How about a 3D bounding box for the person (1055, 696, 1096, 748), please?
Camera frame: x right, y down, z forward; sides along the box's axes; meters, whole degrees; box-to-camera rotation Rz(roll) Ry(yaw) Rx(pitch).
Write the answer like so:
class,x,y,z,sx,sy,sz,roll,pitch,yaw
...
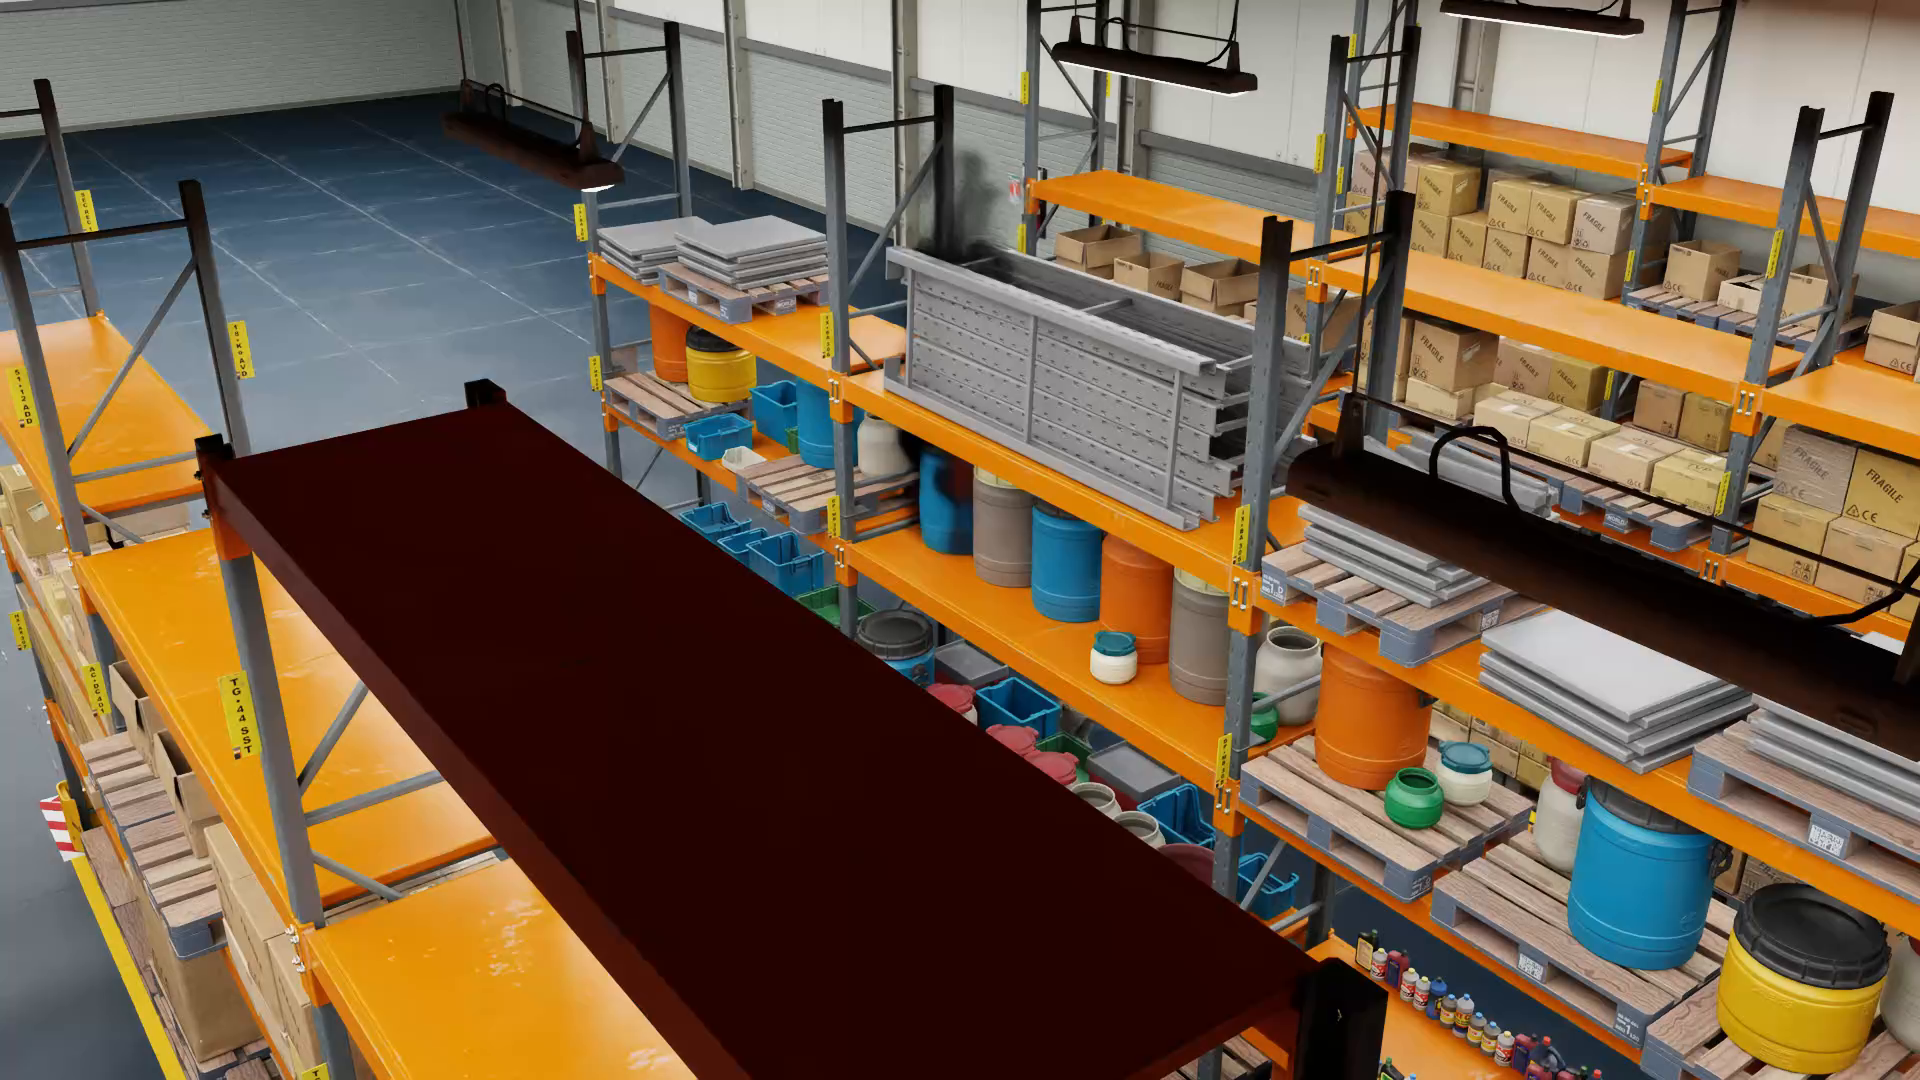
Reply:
class,x,y,z,sx,sy,sz,roll,pitch,yaw
person,1.034,1.390,14.010,0.633,1.654,0.623,-13,28,-26
